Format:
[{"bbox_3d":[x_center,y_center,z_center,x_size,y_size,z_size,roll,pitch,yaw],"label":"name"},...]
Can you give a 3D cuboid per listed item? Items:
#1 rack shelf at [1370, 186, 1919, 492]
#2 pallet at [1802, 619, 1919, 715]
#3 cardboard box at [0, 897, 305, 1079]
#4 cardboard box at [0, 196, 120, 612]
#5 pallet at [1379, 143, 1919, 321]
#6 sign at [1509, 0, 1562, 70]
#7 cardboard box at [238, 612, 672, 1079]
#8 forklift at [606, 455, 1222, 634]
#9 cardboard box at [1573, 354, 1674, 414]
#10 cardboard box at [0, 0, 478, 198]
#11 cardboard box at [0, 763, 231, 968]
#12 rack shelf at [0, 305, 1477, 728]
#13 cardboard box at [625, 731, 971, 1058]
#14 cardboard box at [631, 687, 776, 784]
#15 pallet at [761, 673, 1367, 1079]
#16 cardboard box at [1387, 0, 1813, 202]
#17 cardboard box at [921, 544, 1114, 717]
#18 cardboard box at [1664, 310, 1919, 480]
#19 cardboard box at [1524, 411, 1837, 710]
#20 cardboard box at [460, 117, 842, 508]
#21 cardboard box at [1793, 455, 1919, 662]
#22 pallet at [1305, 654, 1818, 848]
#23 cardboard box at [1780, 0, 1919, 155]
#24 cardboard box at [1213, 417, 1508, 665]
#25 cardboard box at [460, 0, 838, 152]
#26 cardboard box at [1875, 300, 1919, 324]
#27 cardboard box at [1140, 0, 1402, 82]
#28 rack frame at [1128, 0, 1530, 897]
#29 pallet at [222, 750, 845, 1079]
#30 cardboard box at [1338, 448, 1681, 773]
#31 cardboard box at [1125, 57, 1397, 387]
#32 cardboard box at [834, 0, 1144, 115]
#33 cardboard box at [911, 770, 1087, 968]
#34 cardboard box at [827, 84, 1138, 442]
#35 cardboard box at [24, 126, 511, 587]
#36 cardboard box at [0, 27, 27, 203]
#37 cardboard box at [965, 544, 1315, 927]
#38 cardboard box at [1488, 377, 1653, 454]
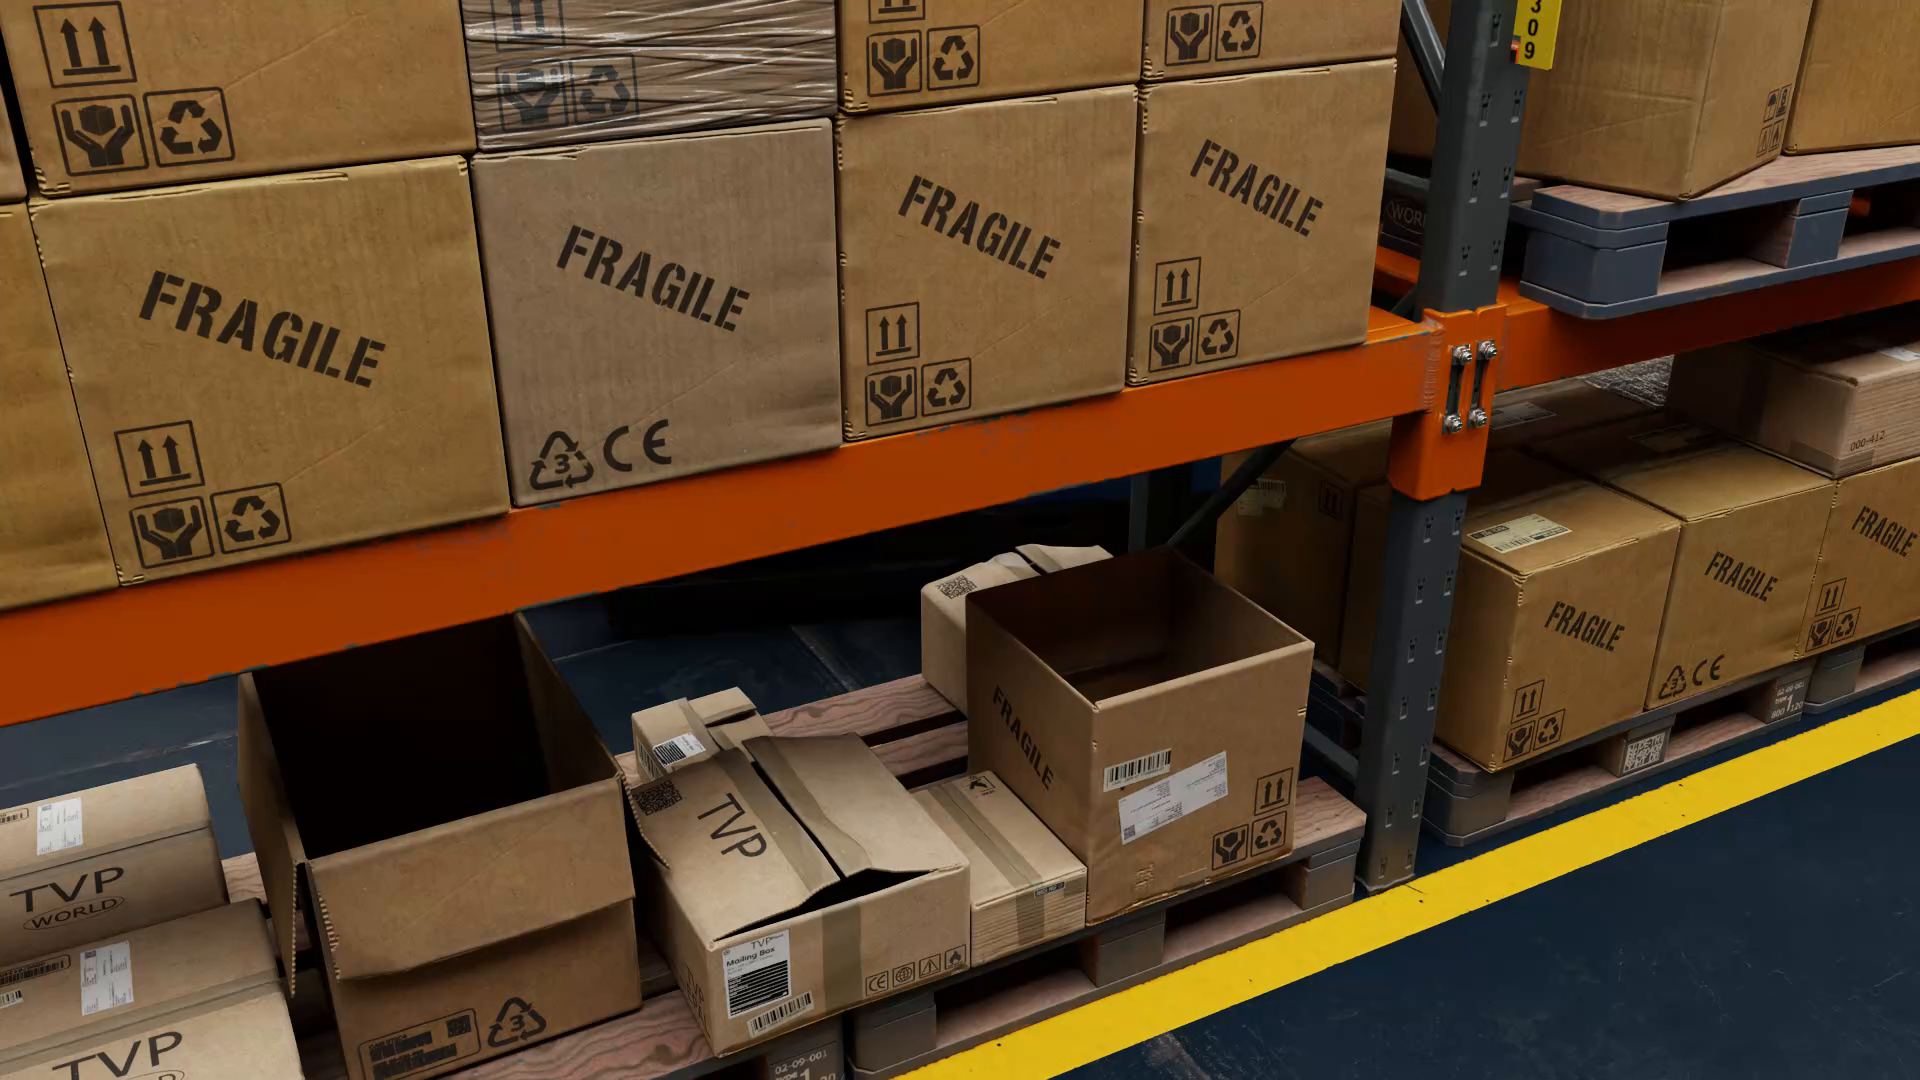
[{"bbox_3d":[2.480,-0.860,4.407,4.000,0.370,1.077,-13,29,-25],"label":"rack shelf"},{"bbox_3d":[2.493,0.050,4.903,1.213,0.211,1.003,-13,29,-25],"label":"pallet"},{"bbox_3d":[-1.319,0.873,2.635,0.500,0.250,0.500,-13,29,-25],"label":"cardboard box"},{"bbox_3d":[-1.402,-0.205,2.097,0.500,0.500,0.500,-13,29,-25],"label":"cardboard box"},{"bbox_3d":[1.471,-0.812,3.697,1.213,0.211,1.003,-13,29,-25],"label":"pallet"},{"bbox_3d":[0.977,-0.962,2.787,0.005,0.325,0.100,-13,29,-25],"label":"sign"},{"bbox_3d":[-0.940,0.535,3.047,0.637,0.503,0.797,-13,29,-25],"label":"cardboard box"},{"bbox_3d":[-0.717,-1.302,4.576,3.031,2.935,1.130,-4,26,-8],"label":"forklift"},{"bbox_3d":[1.898,-0.258,4.701,0.500,0.500,0.500,-13,28,-24],"label":"cardboard box"},{"bbox_3d":[-0.950,-0.761,2.099,0.500,0.500,0.500,-13,29,-26],"label":"cardboard box"},{"bbox_3d":[-1.598,0.692,3.012,0.500,0.250,0.500,-13,29,-25],"label":"cardboard box"},{"bbox_3d":[-1.050,-0.045,2.710,4.000,0.370,1.077,-13,29,-25],"label":"rack shelf"},{"bbox_3d":[-0.316,0.614,3.104,0.500,0.311,0.500,-13,29,-25],"label":"cardboard box"},{"bbox_3d":[-0.516,0.485,3.540,0.250,0.166,0.380,-13,29,-25],"label":"cardboard box"},{"bbox_3d":[0.108,0.620,3.716,1.213,0.211,1.003,-13,29,-25],"label":"pallet"},{"bbox_3d":[1.238,-1.023,3.313,0.700,0.500,0.500,22,33,37],"label":"cardboard box"},{"bbox_3d":[0.243,0.240,3.884,0.500,0.311,0.500,-13,29,-25],"label":"cardboard box"},{"bbox_3d":[2.139,-0.396,4.122,0.500,0.250,0.500,-13,29,-25],"label":"cardboard box"},{"bbox_3d":[1.722,0.033,4.095,0.500,0.500,0.500,-13,28,-24],"label":"cardboard box"},{"bbox_3d":[-0.512,-0.411,2.526,0.500,0.500,0.500,-12,28,-24],"label":"cardboard box"},{"bbox_3d":[2.166,-0.066,4.301,0.500,0.500,0.500,-13,28,-24],"label":"cardboard box"},{"bbox_3d":[1.415,0.300,4.382,1.213,0.211,1.003,-13,29,-25],"label":"pallet"},{"bbox_3d":[1.815,-1.187,3.656,0.500,0.500,0.700,-8,27,-17],"label":"cardboard box"},{"bbox_3d":[1.015,-0.059,4.286,0.500,0.500,0.500,-13,29,-25],"label":"cardboard box"},{"bbox_3d":[-0.505,-0.863,2.311,0.500,0.500,0.500,-13,28,-25],"label":"cardboard box"},{"bbox_3d":[2.581,-0.498,4.335,0.500,0.250,0.500,-14,29,-26],"label":"cardboard box"},{"bbox_3d":[0.391,-1.071,2.744,0.500,0.500,0.500,-13,28,-25],"label":"cardboard box"},{"bbox_3d":[0.715,-0.777,3.403,0.127,3.000,1.000,-13,29,-25],"label":"rack frame"},{"bbox_3d":[-0.969,0.870,3.195,1.213,0.211,1.003,-13,29,-25],"label":"pallet"},{"bbox_3d":[1.256,0.146,3.860,0.500,0.500,0.500,-14,29,-27],"label":"cardboard box"},{"bbox_3d":[0.395,-0.622,2.965,0.500,0.500,0.500,-12,28,-24],"label":"cardboard box"},{"bbox_3d":[-0.060,-0.966,2.525,0.500,0.500,0.500,-14,29,-26],"label":"cardboard box"},{"bbox_3d":[0.043,0.633,3.251,0.250,0.149,0.380,-13,29,-25],"label":"cardboard box"},{"bbox_3d":[-0.060,-0.517,2.745,0.500,0.500,0.500,-12,28,-24],"label":"cardboard box"},{"bbox_3d":[-0.960,-0.307,2.307,0.500,0.500,0.500,-13,28,-24],"label":"cardboard box"},{"bbox_3d":[-1.397,-0.657,1.883,0.500,0.500,0.500,-13,28,-24],"label":"cardboard box"},{"bbox_3d":[0.346,0.376,3.381,0.500,0.500,0.500,-13,29,-25],"label":"cardboard box"},{"bbox_3d":[1.456,-0.156,4.489,0.500,0.500,0.500,-13,29,-25],"label":"cardboard box"}]
